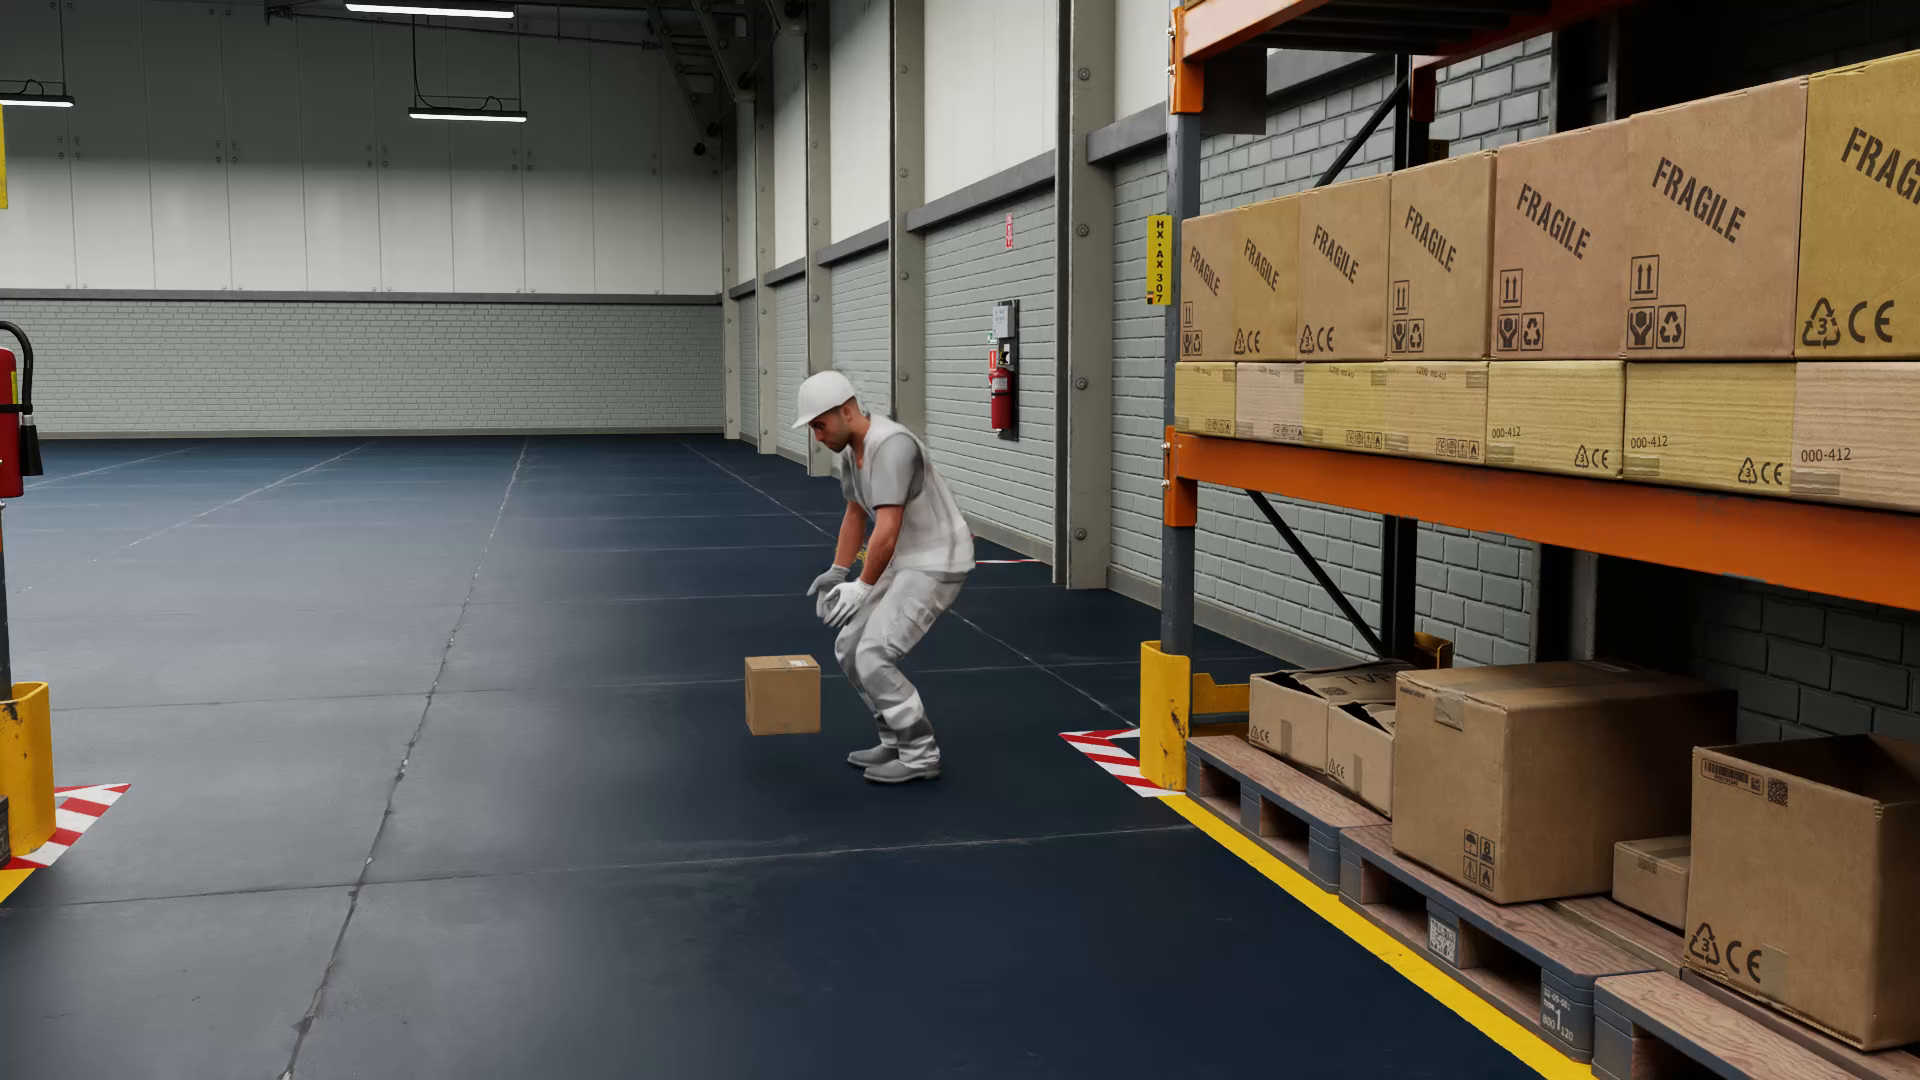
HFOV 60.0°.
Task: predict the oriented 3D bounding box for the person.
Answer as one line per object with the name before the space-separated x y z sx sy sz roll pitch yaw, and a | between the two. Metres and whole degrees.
person | -0.285 0.136 6.232 0.690 1.528 0.579 -2 6 -15
